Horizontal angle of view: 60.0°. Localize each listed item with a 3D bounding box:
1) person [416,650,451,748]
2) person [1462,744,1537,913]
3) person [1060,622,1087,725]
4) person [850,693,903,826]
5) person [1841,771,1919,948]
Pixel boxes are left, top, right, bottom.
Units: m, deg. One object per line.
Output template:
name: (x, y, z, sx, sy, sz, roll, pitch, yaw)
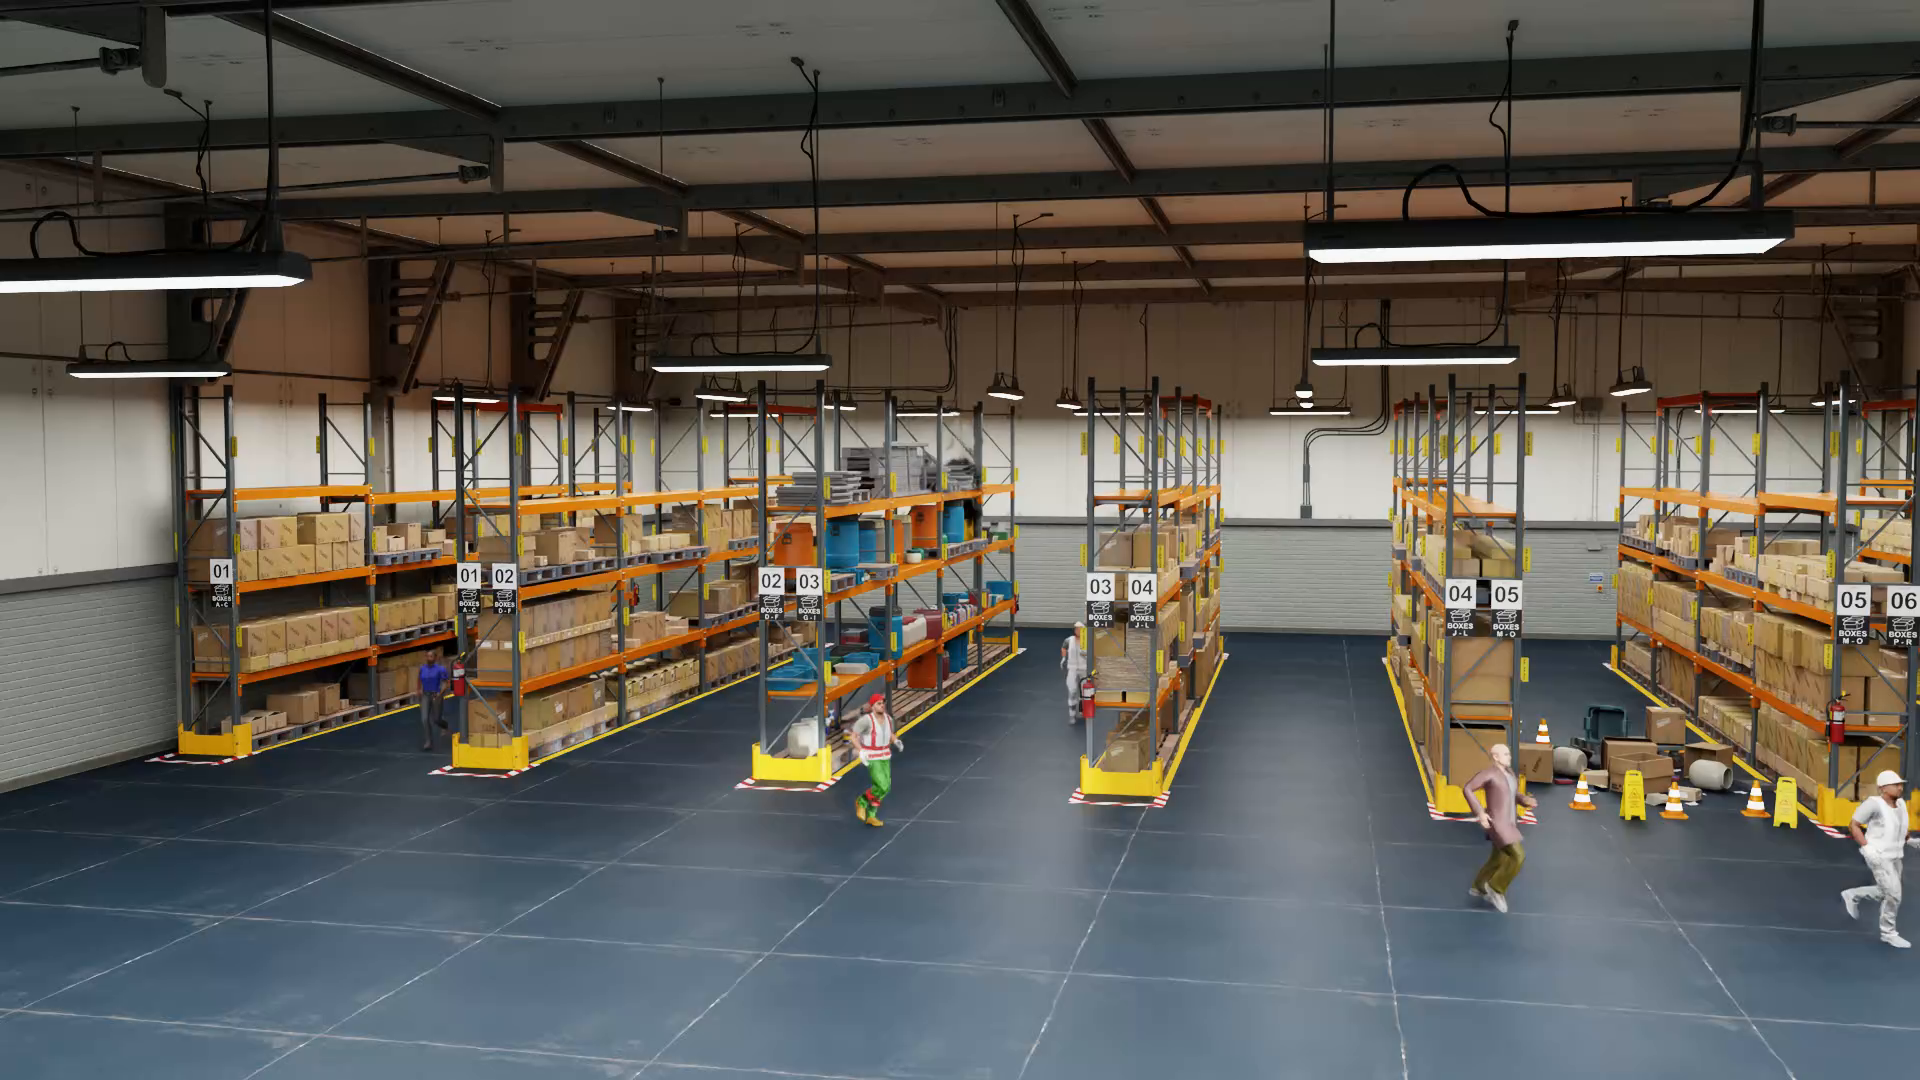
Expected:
person: (-8.805, 2.641, 27.775, 0.613, 1.601, 0.706, 0, 3, 5)
person: (5.868, 3.111, 18.004, 0.773, 1.800, 0.673, 3, 4, 43)
person: (2.151, 2.400, 30.288, 0.652, 1.838, 0.836, 0, 3, 6)
person: (-1.058, 2.897, 21.961, 0.607, 1.749, 0.637, 3, 4, 44)
person: (9.297, 3.189, 16.892, 0.657, 1.746, 0.813, -2, 4, -28)
